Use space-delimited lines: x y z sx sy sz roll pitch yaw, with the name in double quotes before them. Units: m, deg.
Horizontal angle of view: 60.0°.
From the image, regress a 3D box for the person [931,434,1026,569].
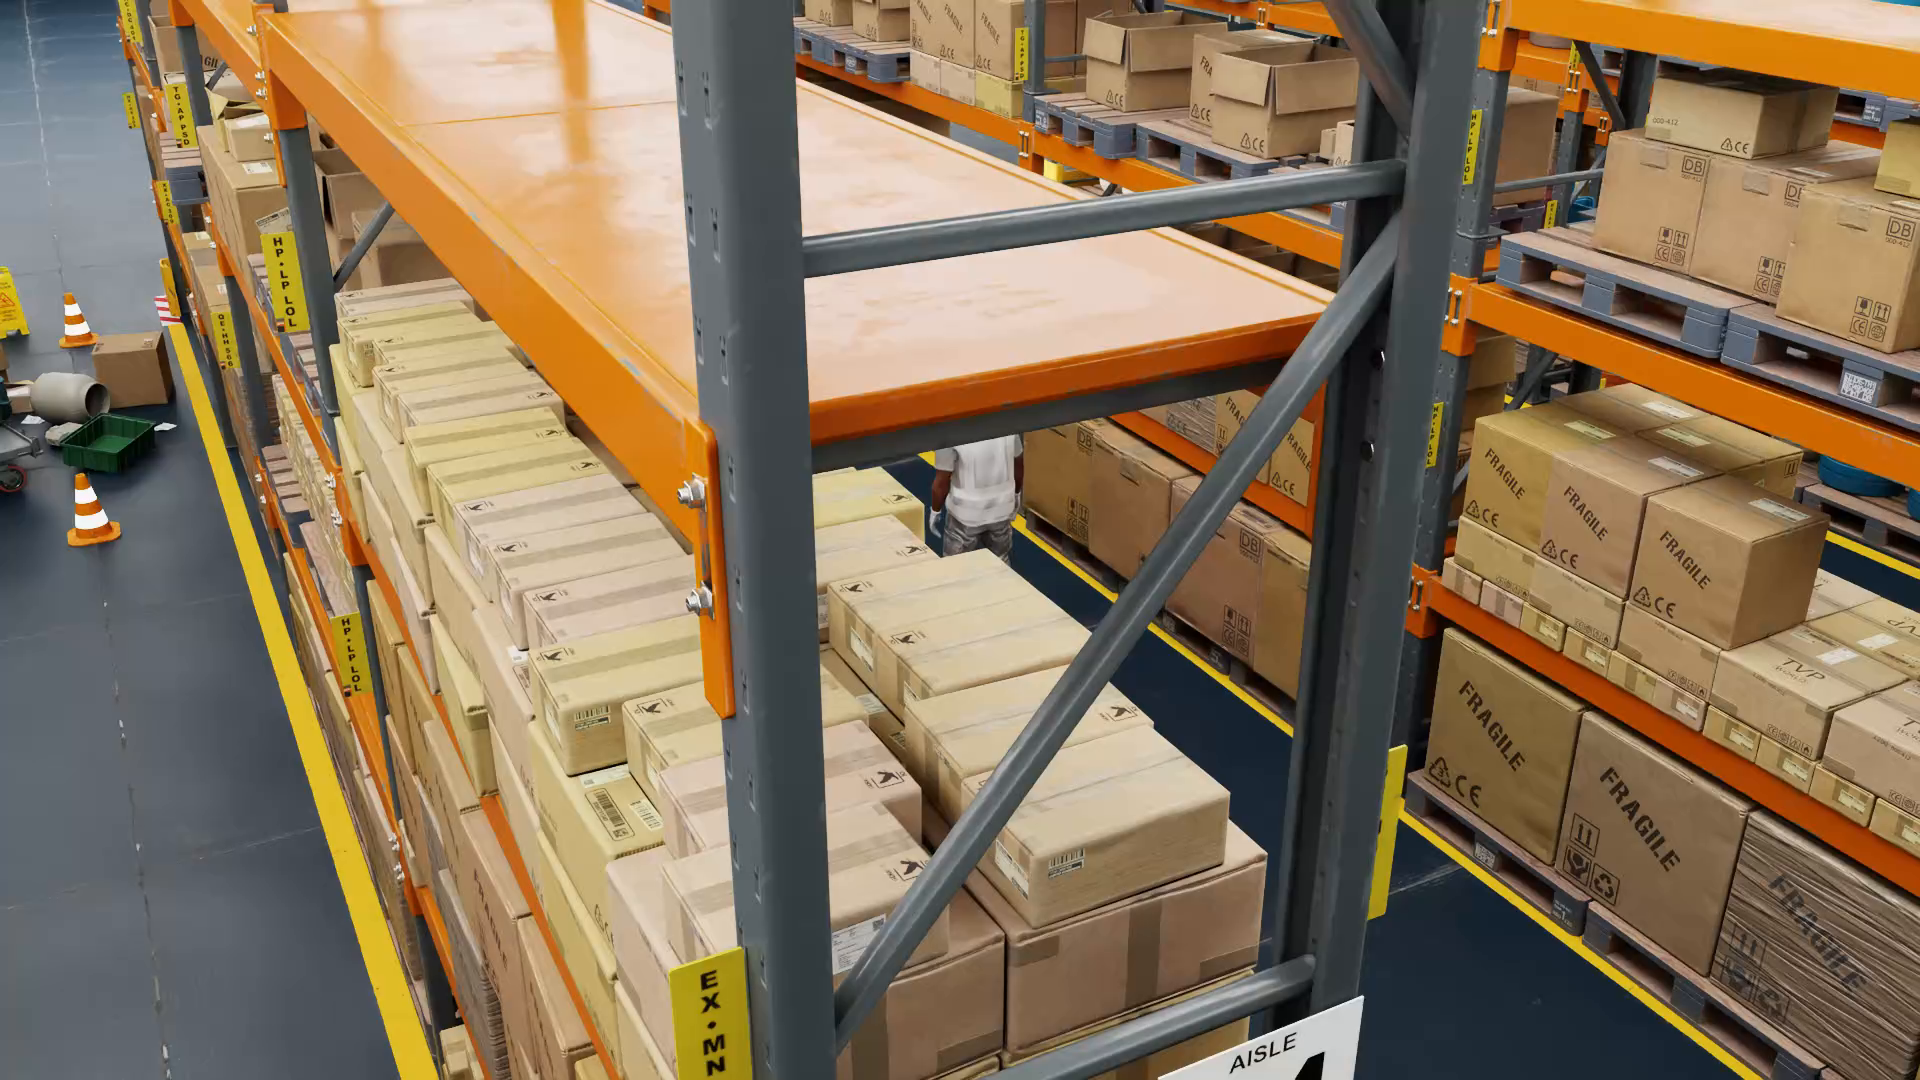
"person" 0.109 -0.201 10.055 0.617 1.773 0.449 -12 28 -24
